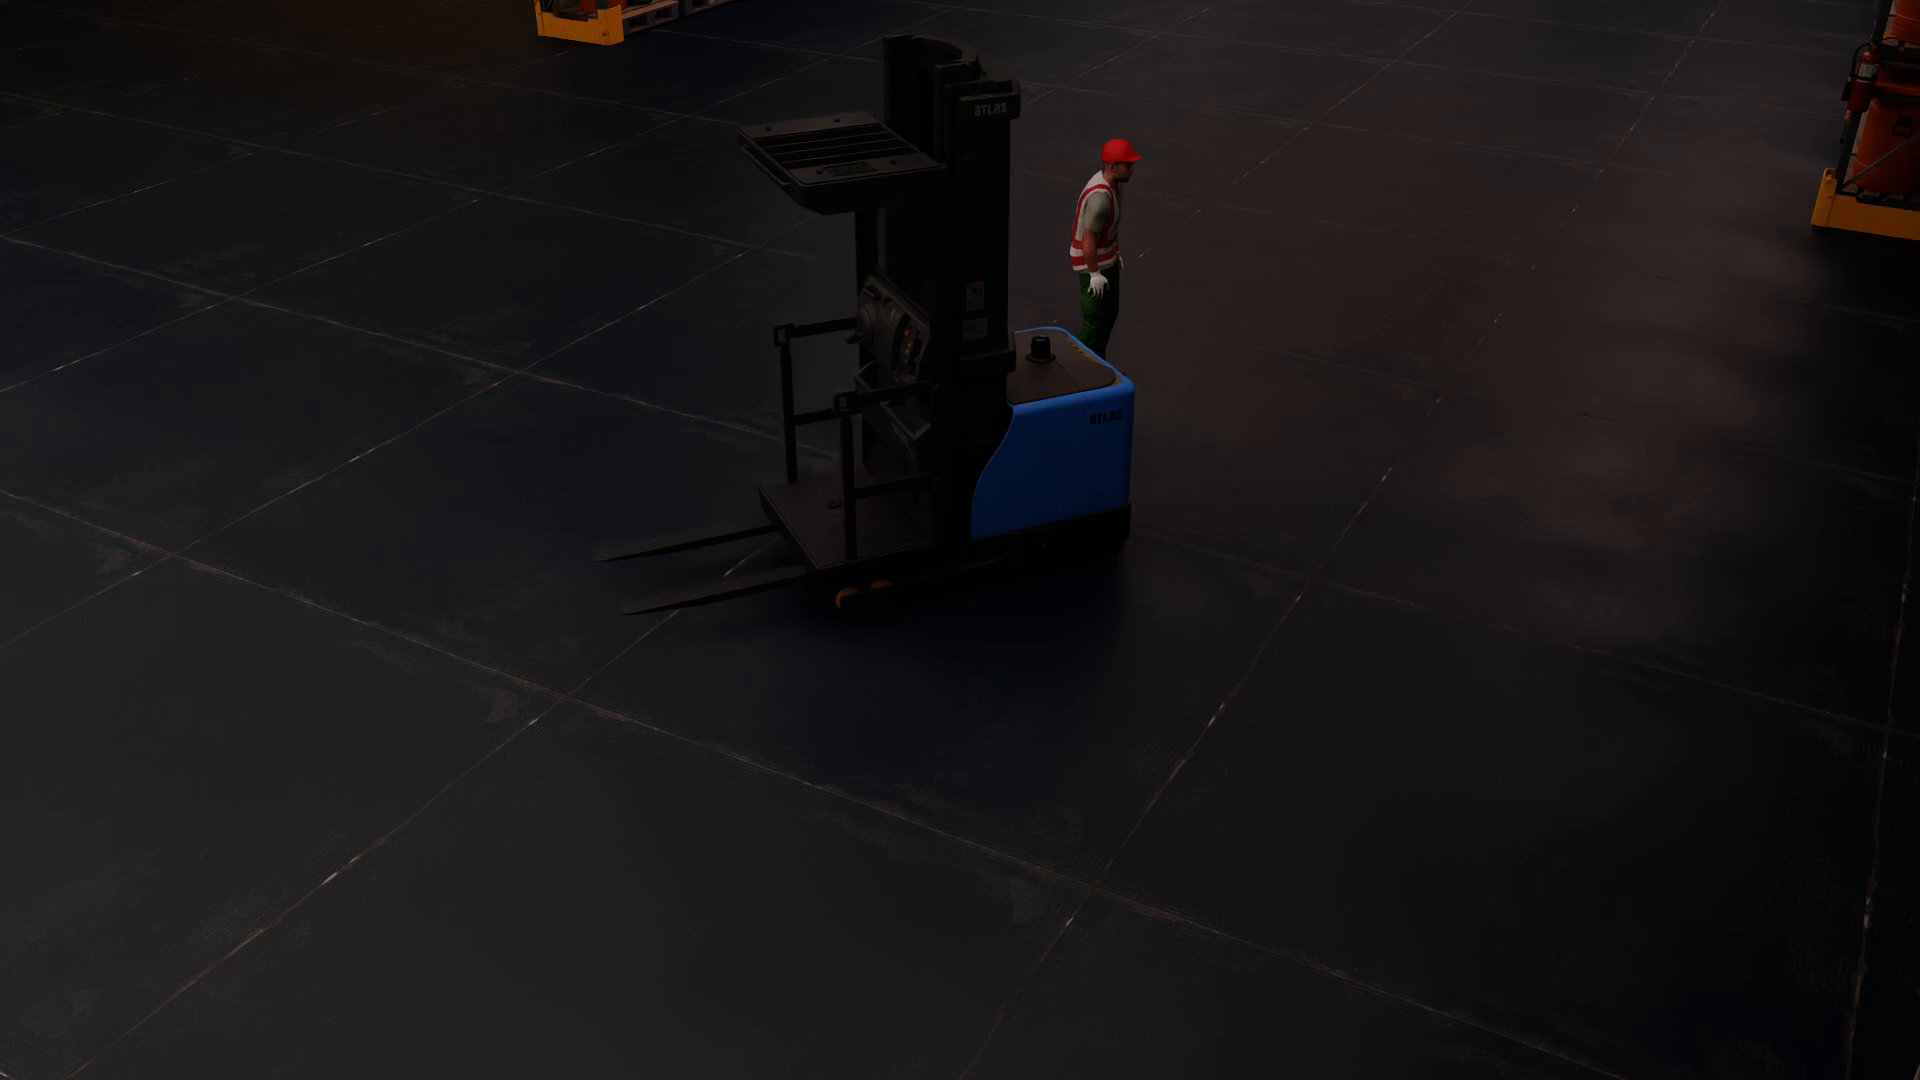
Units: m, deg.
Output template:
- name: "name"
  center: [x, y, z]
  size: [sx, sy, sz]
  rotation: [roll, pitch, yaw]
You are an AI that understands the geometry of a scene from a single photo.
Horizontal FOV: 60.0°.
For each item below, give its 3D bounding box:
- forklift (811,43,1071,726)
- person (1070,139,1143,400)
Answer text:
- name: "forklift"
  center: [-0.100, -0.960, 8.734]
  size: [1.130, 2.935, 3.031]
  rotation: [6, 30, 9]
- name: "person"
  center: [0.996, -1.891, 11.503]
  size: [0.447, 1.780, 0.623]
  rotation: [10, 32, 17]
